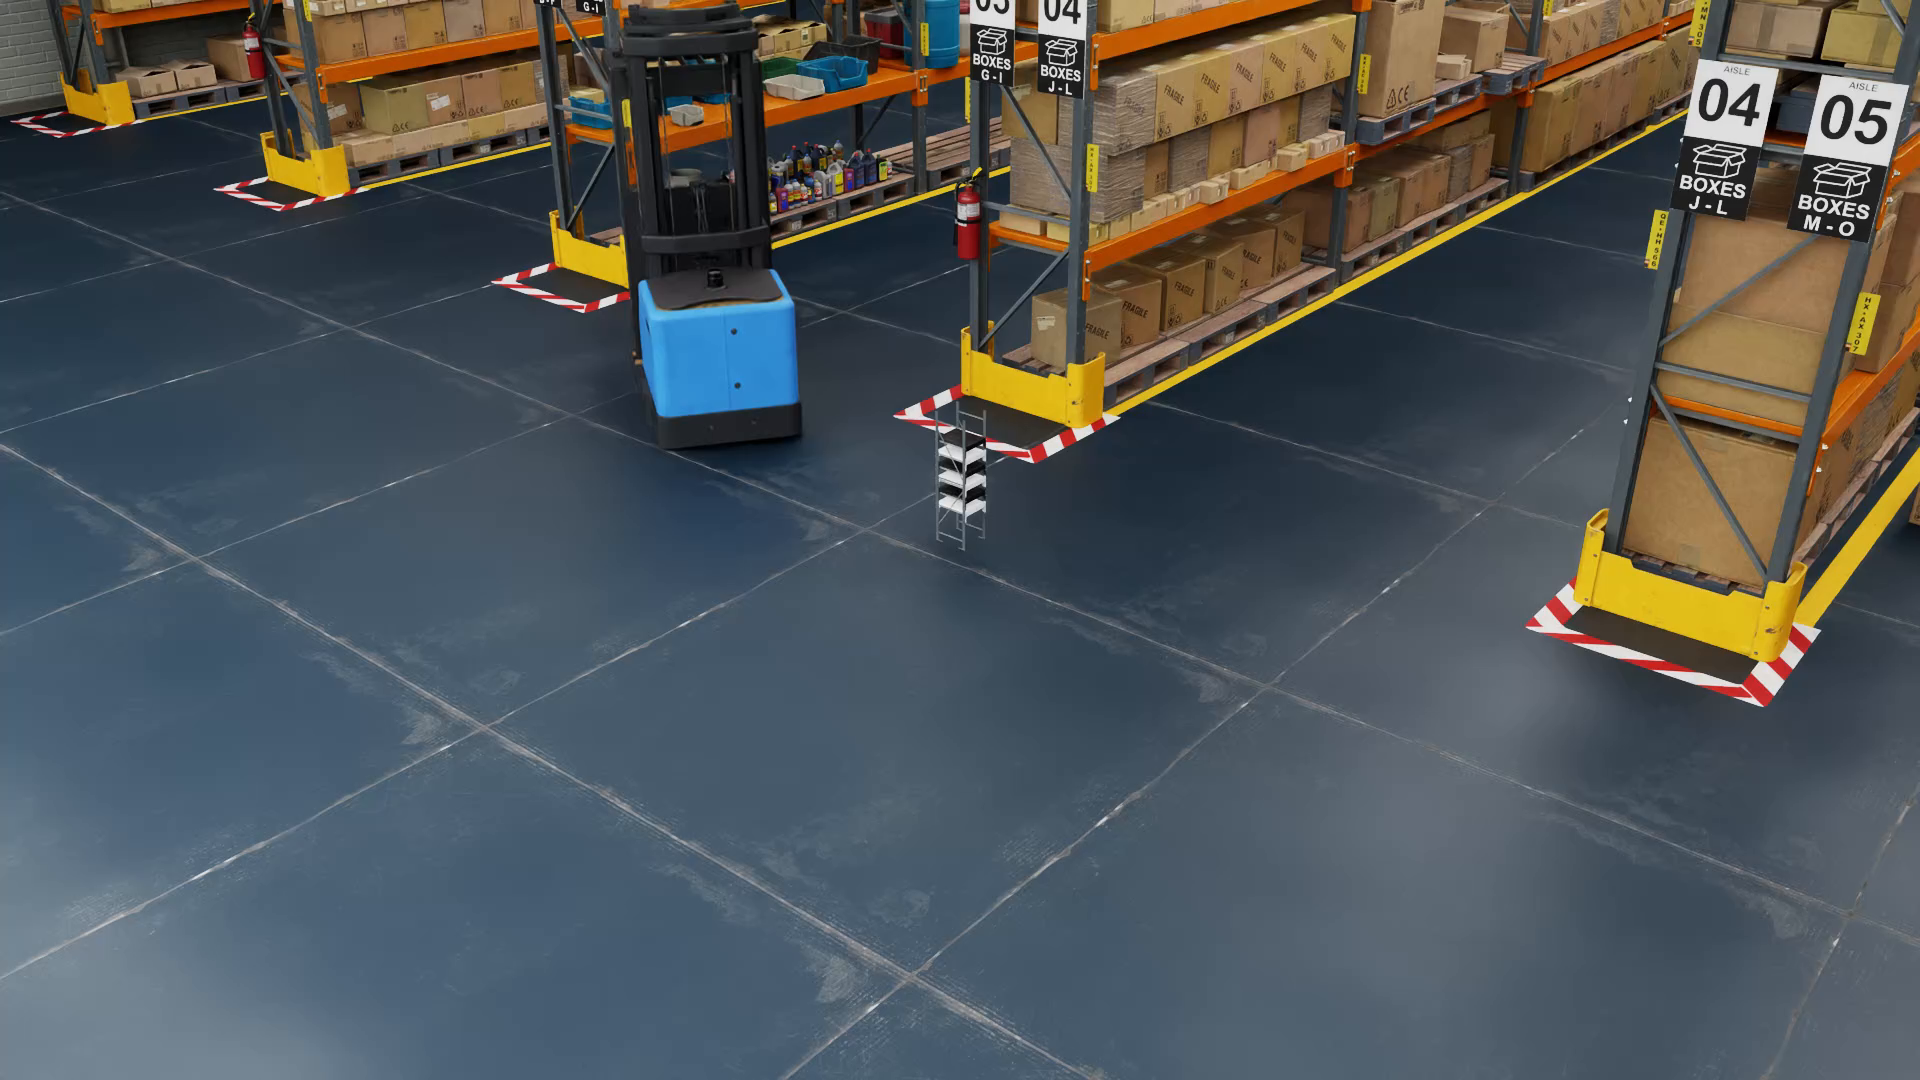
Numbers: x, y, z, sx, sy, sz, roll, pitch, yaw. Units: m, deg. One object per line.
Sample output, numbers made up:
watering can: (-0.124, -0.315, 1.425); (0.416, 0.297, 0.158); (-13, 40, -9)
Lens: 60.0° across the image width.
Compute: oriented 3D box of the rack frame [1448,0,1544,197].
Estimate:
rack frame: (5.583, -5.189, 17.516); (1.000, 3.000, 0.127); (21, 34, 34)

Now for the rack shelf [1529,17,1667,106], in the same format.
rack shelf: (6.856, -5.579, 19.052); (1.077, 0.370, 4.000); (21, 34, 34)

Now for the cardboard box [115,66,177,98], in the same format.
cardboard box: (-10.462, -5.916, 21.368); (0.500, 0.311, 0.500); (17, 32, 29)

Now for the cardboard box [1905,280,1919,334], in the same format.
cardboard box: (5.550, -1.642, 10.496); (0.875, 0.550, 0.500); (21, 34, 34)

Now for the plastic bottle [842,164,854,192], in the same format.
plastic bottle: (-1.163, -3.757, 17.225); (0.061, 0.283, 0.133); (23, 35, 38)

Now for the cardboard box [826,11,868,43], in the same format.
cardboard box: (-1.548, -7.249, 23.739); (0.500, 0.500, 0.500); (22, 35, 36)

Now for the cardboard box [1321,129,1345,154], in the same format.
cardboard box: (3.129, -3.497, 14.519); (0.380, 0.149, 0.250); (21, 34, 34)

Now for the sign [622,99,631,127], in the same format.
sign: (-2.905, -3.761, 14.454); (0.100, 0.325, 0.005); (21, 34, 34)

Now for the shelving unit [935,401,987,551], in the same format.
shelving unit: (0.005, -0.403, 10.549); (0.258, 0.900, 0.210); (21, 34, 34)

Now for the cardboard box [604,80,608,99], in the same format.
cardboard box: (-4.155, -5.703, 21.045); (0.500, 0.250, 0.500); (20, 33, 33)

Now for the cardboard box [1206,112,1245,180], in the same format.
cardboard box: (1.770, -3.267, 13.368); (0.875, 0.500, 0.500); (21, 34, 34)

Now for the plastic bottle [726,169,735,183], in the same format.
plastic bottle: (-2.316, -3.646, 17.020); (0.152, 0.276, 0.135); (21, 34, 35)

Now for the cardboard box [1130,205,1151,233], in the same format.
cardboard box: (1.205, -2.440, 12.475); (0.380, 0.149, 0.250); (21, 34, 34)

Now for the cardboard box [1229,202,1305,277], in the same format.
cardboard box: (2.754, -2.717, 15.001); (0.500, 0.500, 0.500); (20, 33, 33)

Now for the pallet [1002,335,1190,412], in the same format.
pallet: (1.087, -1.419, 13.263); (1.003, 0.211, 1.213); (21, 34, 34)

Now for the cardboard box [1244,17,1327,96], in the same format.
cardboard box: (2.648, -3.974, 13.646); (0.500, 0.500, 0.500); (21, 34, 34)

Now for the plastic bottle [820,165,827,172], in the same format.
plastic bottle: (-1.393, -3.733, 17.179); (0.061, 0.283, 0.133); (21, 34, 34)

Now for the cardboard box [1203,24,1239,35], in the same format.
cardboard box: (1.921, -3.951, 13.603); (0.500, 0.500, 0.500); (21, 34, 34)

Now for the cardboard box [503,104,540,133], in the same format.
cardboard box: (-5.361, -5.048, 19.780); (0.500, 0.250, 0.500); (21, 34, 34)

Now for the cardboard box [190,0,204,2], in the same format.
cardboard box: (-9.768, -7.085, 21.323); (0.500, 0.250, 0.500); (20, 34, 34)

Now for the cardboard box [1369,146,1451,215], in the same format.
cardboard box: (4.474, -3.627, 16.739); (0.700, 0.500, 0.500); (24, 36, 38)

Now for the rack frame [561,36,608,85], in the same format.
rack frame: (-4.602, -6.667, 20.374); (1.000, 3.000, 0.127); (21, 34, 34)

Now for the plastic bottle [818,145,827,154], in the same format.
plastic bottle: (-1.508, -4.097, 17.890); (0.152, 0.276, 0.135); (22, 35, 36)

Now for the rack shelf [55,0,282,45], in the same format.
rack shelf: (-9.699, -7.085, 21.964); (1.077, 0.370, 4.000); (21, 34, 34)

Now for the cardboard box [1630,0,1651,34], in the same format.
cardboard box: (7.721, -6.233, 19.424); (0.500, 0.500, 0.500); (22, 35, 36)

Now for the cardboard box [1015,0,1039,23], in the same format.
cardboard box: (0.606, -3.864, 11.852); (0.500, 0.250, 0.500); (22, 34, 36)

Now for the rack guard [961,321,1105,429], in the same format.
rack guard: (0.543, -1.269, 12.660); (1.175, 0.500, 0.348); (21, 34, 34)

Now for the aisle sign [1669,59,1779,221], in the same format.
aisle sign: (3.981, -2.084, 8.685); (0.394, 0.787, 0.004); (21, 34, 34)

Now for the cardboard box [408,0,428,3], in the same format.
cardboard box: (-6.076, -6.024, 18.316); (0.380, 0.149, 0.250); (19, 33, 33)

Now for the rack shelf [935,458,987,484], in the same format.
rack shelf: (0.005, -0.453, 10.523); (0.258, 0.077, 0.200); (21, 34, 34)

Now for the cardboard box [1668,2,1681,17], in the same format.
cardboard box: (8.573, -6.503, 20.330); (0.380, 0.149, 0.250); (21, 34, 35)

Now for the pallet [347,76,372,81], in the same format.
pallet: (-8.827, -6.627, 23.330); (1.003, 0.211, 1.213); (21, 34, 34)

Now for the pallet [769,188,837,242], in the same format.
pallet: (-2.018, -3.319, 16.937); (1.003, 0.211, 1.213); (21, 34, 34)

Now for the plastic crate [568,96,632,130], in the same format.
plastic crate: (-3.239, -3.999, 15.378); (0.499, 0.251, 0.616); (21, 34, 34)

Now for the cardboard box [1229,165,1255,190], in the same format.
cardboard box: (2.164, -2.970, 13.499); (0.380, 0.149, 0.250); (21, 34, 34)

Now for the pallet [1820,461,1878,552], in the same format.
pallet: (5.482, -0.366, 11.227); (1.003, 0.211, 1.213); (21, 34, 34)

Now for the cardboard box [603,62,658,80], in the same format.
cardboard box: (-4.147, -5.955, 20.923); (0.500, 0.311, 0.500); (21, 34, 35)

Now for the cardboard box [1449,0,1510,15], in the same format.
cardboard box: (5.271, -5.217, 17.004); (0.500, 0.500, 0.500); (16, 31, 28)

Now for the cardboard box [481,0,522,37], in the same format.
cardboard box: (-5.532, -6.187, 19.336); (0.700, 0.500, 0.500); (21, 34, 35)

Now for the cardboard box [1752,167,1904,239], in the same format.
cardboard box: (4.802, -1.756, 9.541); (0.875, 0.550, 0.550); (21, 34, 34)

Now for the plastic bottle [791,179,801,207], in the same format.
plastic bottle: (-1.652, -3.493, 16.727); (0.097, 0.271, 0.097); (0, 27, 0)

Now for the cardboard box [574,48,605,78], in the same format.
cardboard box: (-4.566, -6.109, 21.220); (0.500, 0.311, 0.500); (21, 34, 34)

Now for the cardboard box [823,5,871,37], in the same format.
cardboard box: (-1.644, -7.571, 24.362); (0.500, 0.500, 0.500); (22, 35, 36)

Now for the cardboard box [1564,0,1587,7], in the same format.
cardboard box: (6.478, -6.164, 18.200); (0.797, 0.503, 0.637); (22, 34, 36)

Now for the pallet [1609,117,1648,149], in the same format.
pallet: (7.695, -5.073, 20.327); (1.003, 0.211, 1.213); (21, 34, 34)

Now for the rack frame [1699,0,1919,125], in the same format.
rack frame: (4.258, -3.532, 7.783); (1.000, 3.000, 0.127); (21, 34, 34)

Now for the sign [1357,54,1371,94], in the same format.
sign: (3.463, -3.999, 14.274); (0.100, 0.325, 0.005); (21, 34, 34)

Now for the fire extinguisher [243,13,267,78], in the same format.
fire extinguisher: (-7.580, -5.309, 17.831); (0.296, 0.674, 0.183); (21, 34, 34)

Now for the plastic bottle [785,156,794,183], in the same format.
plastic bottle: (-1.801, -3.907, 17.528); (0.097, 0.271, 0.097); (0, 27, 0)

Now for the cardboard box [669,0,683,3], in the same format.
cardboard box: (-3.766, -7.166, 21.229); (0.500, 0.500, 0.500); (24, 36, 38)

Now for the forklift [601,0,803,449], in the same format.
forklift: (-2.035, -2.611, 12.607); (1.130, 2.935, 3.031); (-7, 28, -14)

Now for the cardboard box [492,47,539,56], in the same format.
cardboard box: (-5.451, -5.713, 20.249); (0.500, 0.500, 0.500); (21, 34, 34)

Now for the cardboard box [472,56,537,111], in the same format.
cardboard box: (-5.371, -5.385, 19.614); (0.500, 0.500, 0.500); (21, 34, 34)
